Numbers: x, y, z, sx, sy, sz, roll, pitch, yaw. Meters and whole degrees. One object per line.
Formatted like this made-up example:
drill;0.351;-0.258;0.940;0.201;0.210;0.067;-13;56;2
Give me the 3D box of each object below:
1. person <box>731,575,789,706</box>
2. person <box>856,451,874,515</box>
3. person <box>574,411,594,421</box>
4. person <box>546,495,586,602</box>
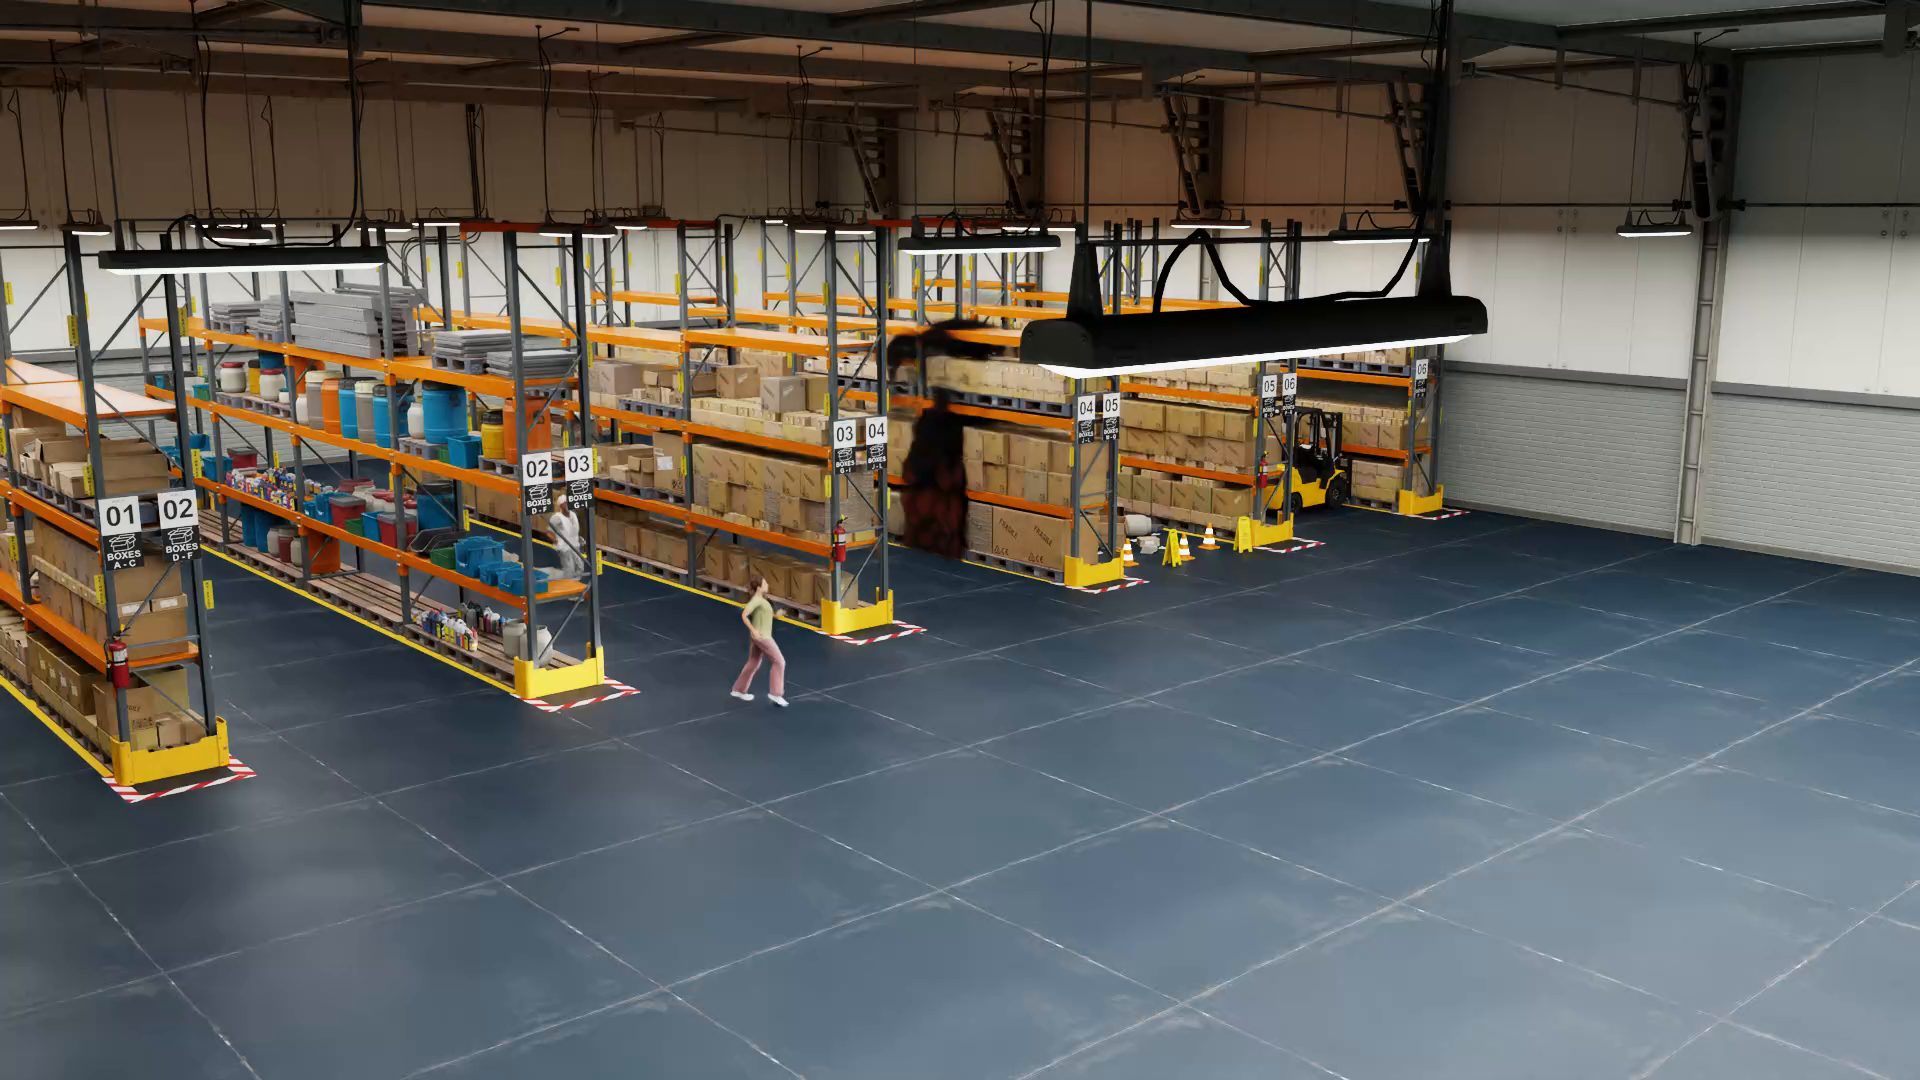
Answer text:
person;-2.569;1.295;21.222;0.750;1.728;0.549;-3;12;-14
person;-1.813;-0.867;30.624;0.564;1.679;0.553;9;15;39
person;-9.320;-2.624;40.869;0.740;1.663;0.735;-8;14;-36
person;-6.377;0.131;26.855;0.683;1.743;0.687;6;13;27
